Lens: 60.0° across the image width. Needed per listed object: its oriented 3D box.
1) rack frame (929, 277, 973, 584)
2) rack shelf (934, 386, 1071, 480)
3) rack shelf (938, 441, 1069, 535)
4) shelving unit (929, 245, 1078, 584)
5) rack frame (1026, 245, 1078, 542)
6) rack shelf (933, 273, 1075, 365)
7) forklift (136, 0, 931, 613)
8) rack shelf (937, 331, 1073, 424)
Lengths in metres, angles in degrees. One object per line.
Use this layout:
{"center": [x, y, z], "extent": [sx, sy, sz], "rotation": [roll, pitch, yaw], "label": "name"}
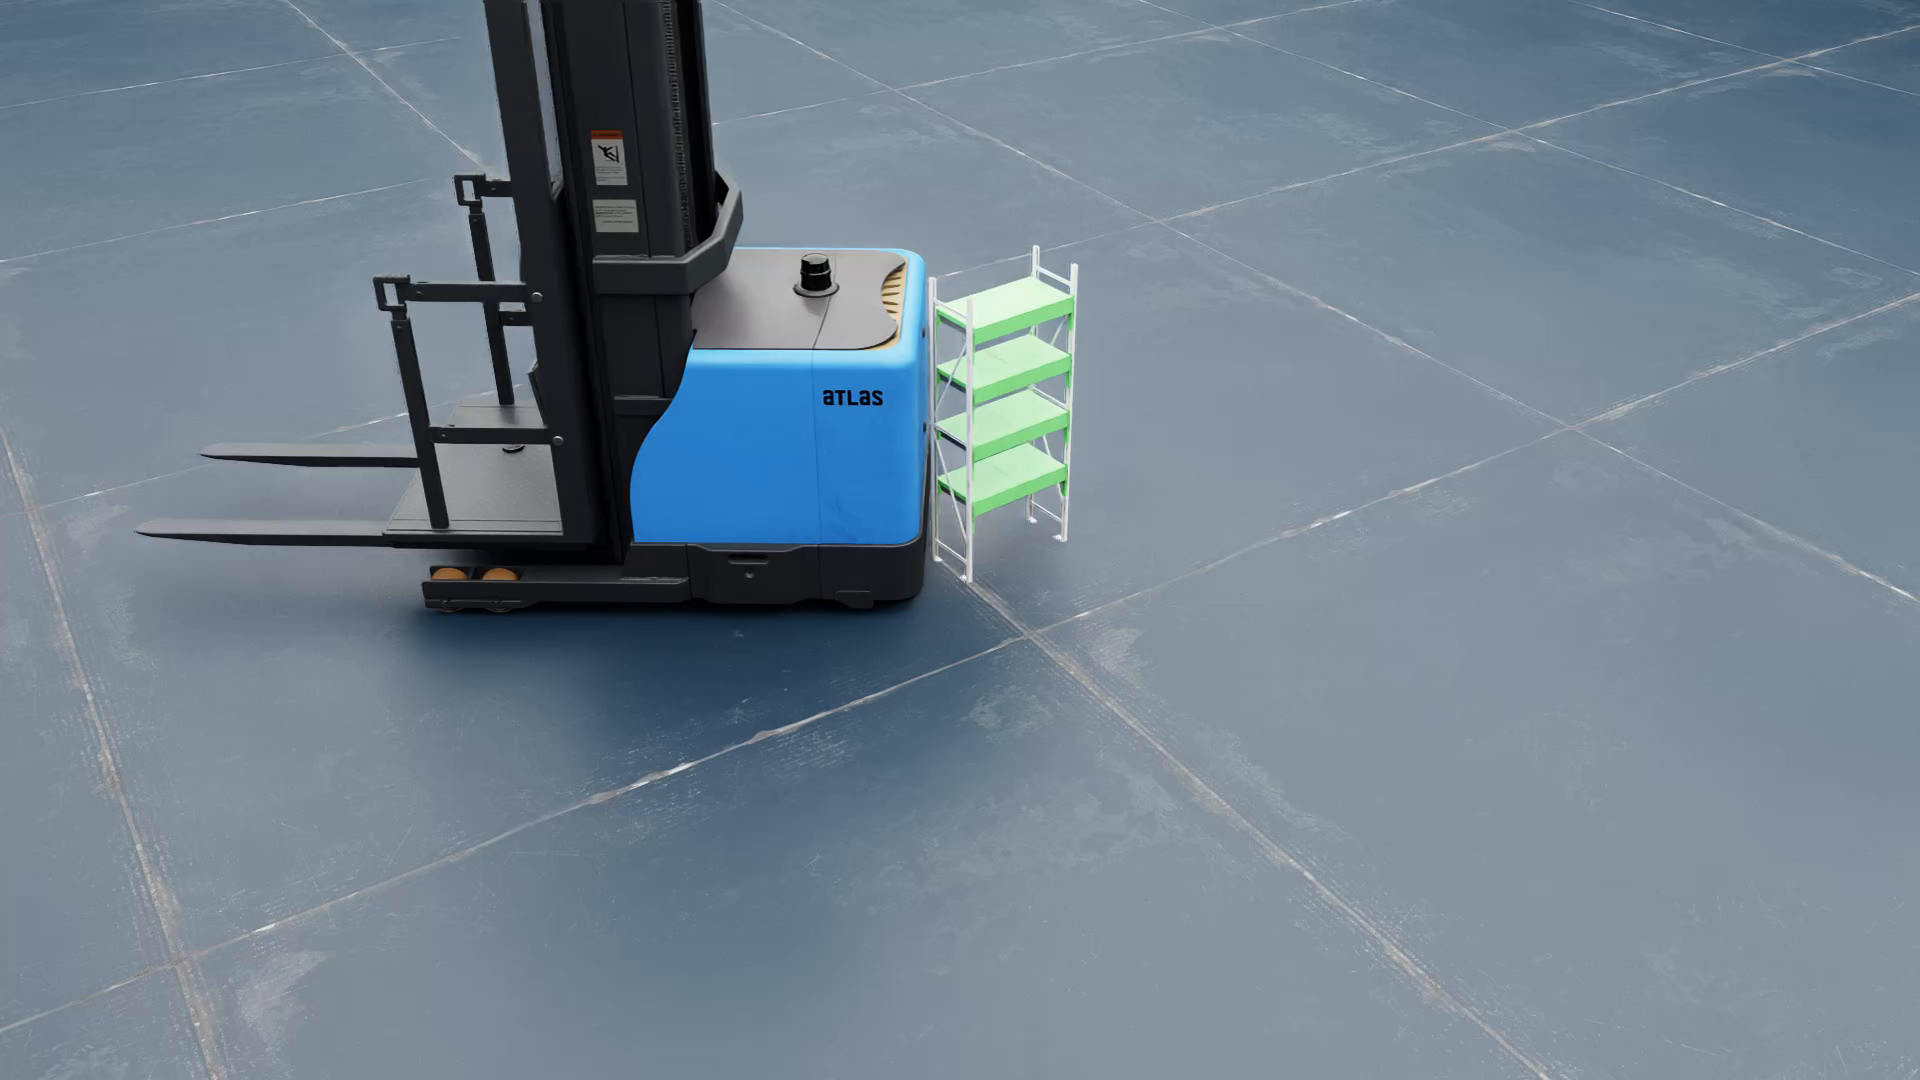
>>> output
{"center": [-0.032, -0.390, 6.244], "extent": [0.015, 1.200, 0.240], "rotation": [-22, 39, -31], "label": "rack frame"}
{"center": [0.161, -0.416, 6.405], "extent": [0.480, 0.148, 0.258], "rotation": [-22, 39, -31], "label": "rack shelf"}
{"center": [0.161, -0.213, 6.533], "extent": [0.480, 0.148, 0.258], "rotation": [-22, 39, -31], "label": "rack shelf"}
{"center": [0.161, -0.470, 6.370], "extent": [0.503, 1.200, 0.258], "rotation": [-22, 39, -31], "label": "shelving unit"}
{"center": [0.354, -0.550, 6.497], "extent": [0.015, 1.200, 0.240], "rotation": [-22, 39, -31], "label": "rack frame"}
{"center": [0.161, -0.822, 6.148], "extent": [0.480, 0.148, 0.258], "rotation": [-22, 39, -31], "label": "rack shelf"}
{"center": [-1.647, -1.245, 5.977], "extent": [3.031, 2.935, 1.130], "rotation": [1, 32, 1], "label": "forklift"}
{"center": [0.161, -0.619, 6.276], "extent": [0.480, 0.148, 0.258], "rotation": [-22, 39, -31], "label": "rack shelf"}
